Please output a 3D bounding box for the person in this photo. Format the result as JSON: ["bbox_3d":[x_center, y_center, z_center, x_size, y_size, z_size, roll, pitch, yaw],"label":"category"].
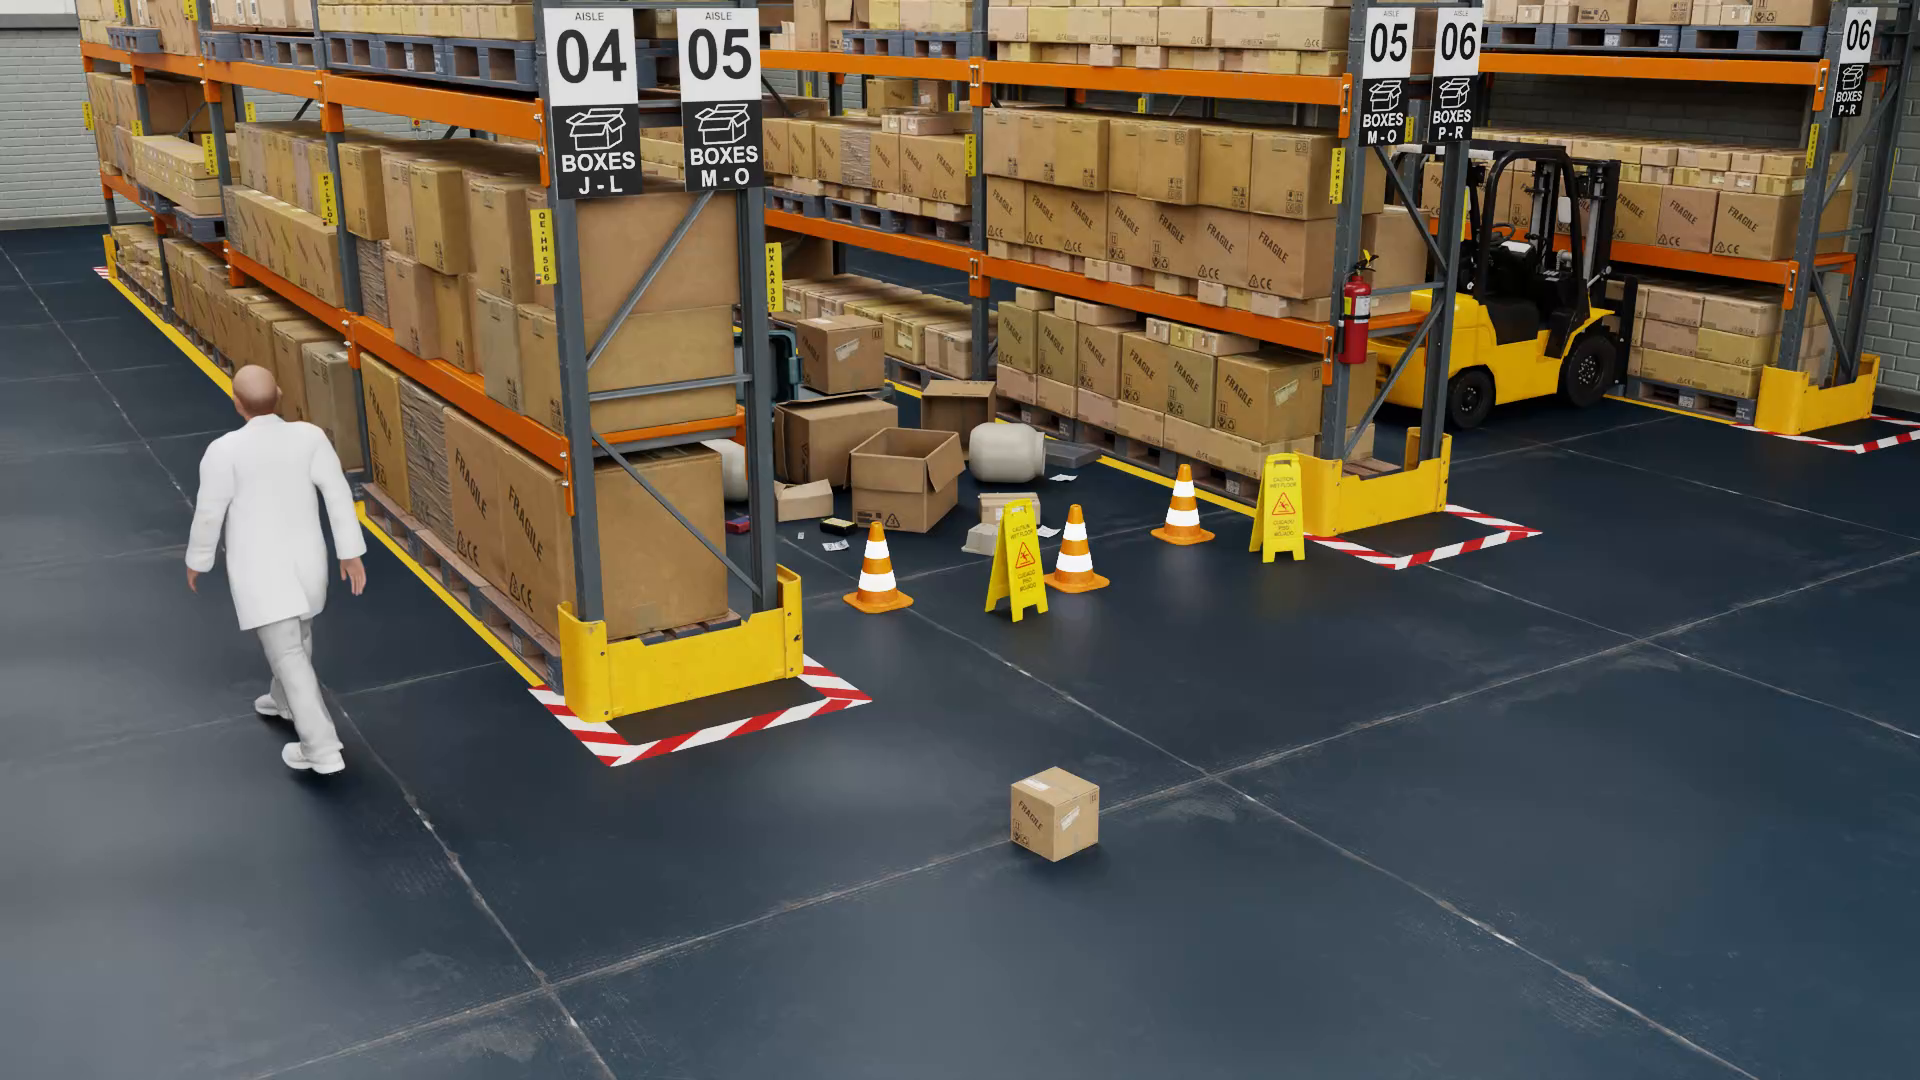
[{"bbox_3d":[-3.008,0.089,7.259,1.048,1.743,0.638,15,23,39],"label":"person"}]
